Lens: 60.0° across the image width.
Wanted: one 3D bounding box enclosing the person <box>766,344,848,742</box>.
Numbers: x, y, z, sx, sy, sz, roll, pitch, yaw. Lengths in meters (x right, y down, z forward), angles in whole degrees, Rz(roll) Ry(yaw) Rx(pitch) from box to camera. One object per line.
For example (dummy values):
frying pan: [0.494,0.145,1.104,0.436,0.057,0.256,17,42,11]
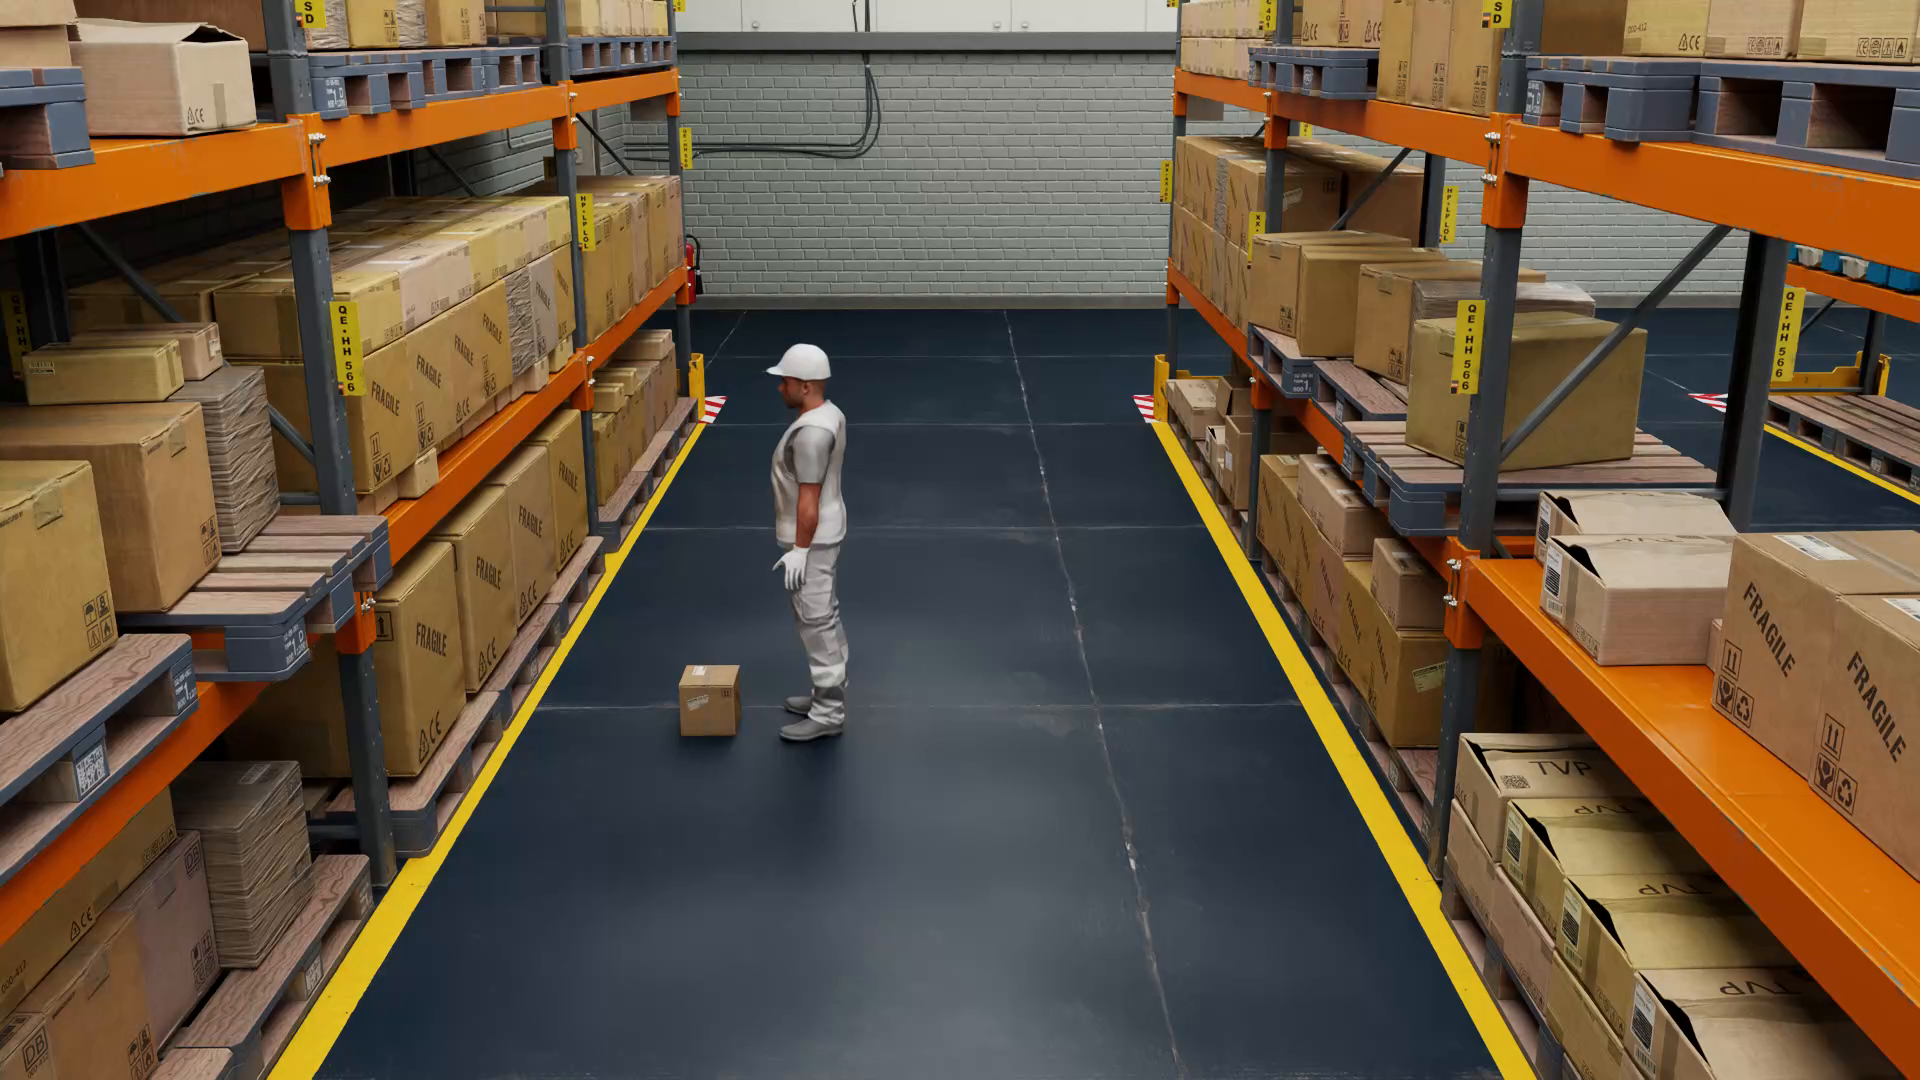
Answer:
person: [-0.677,0.010,7.465,0.337,1.790,0.536,0,17,1]
